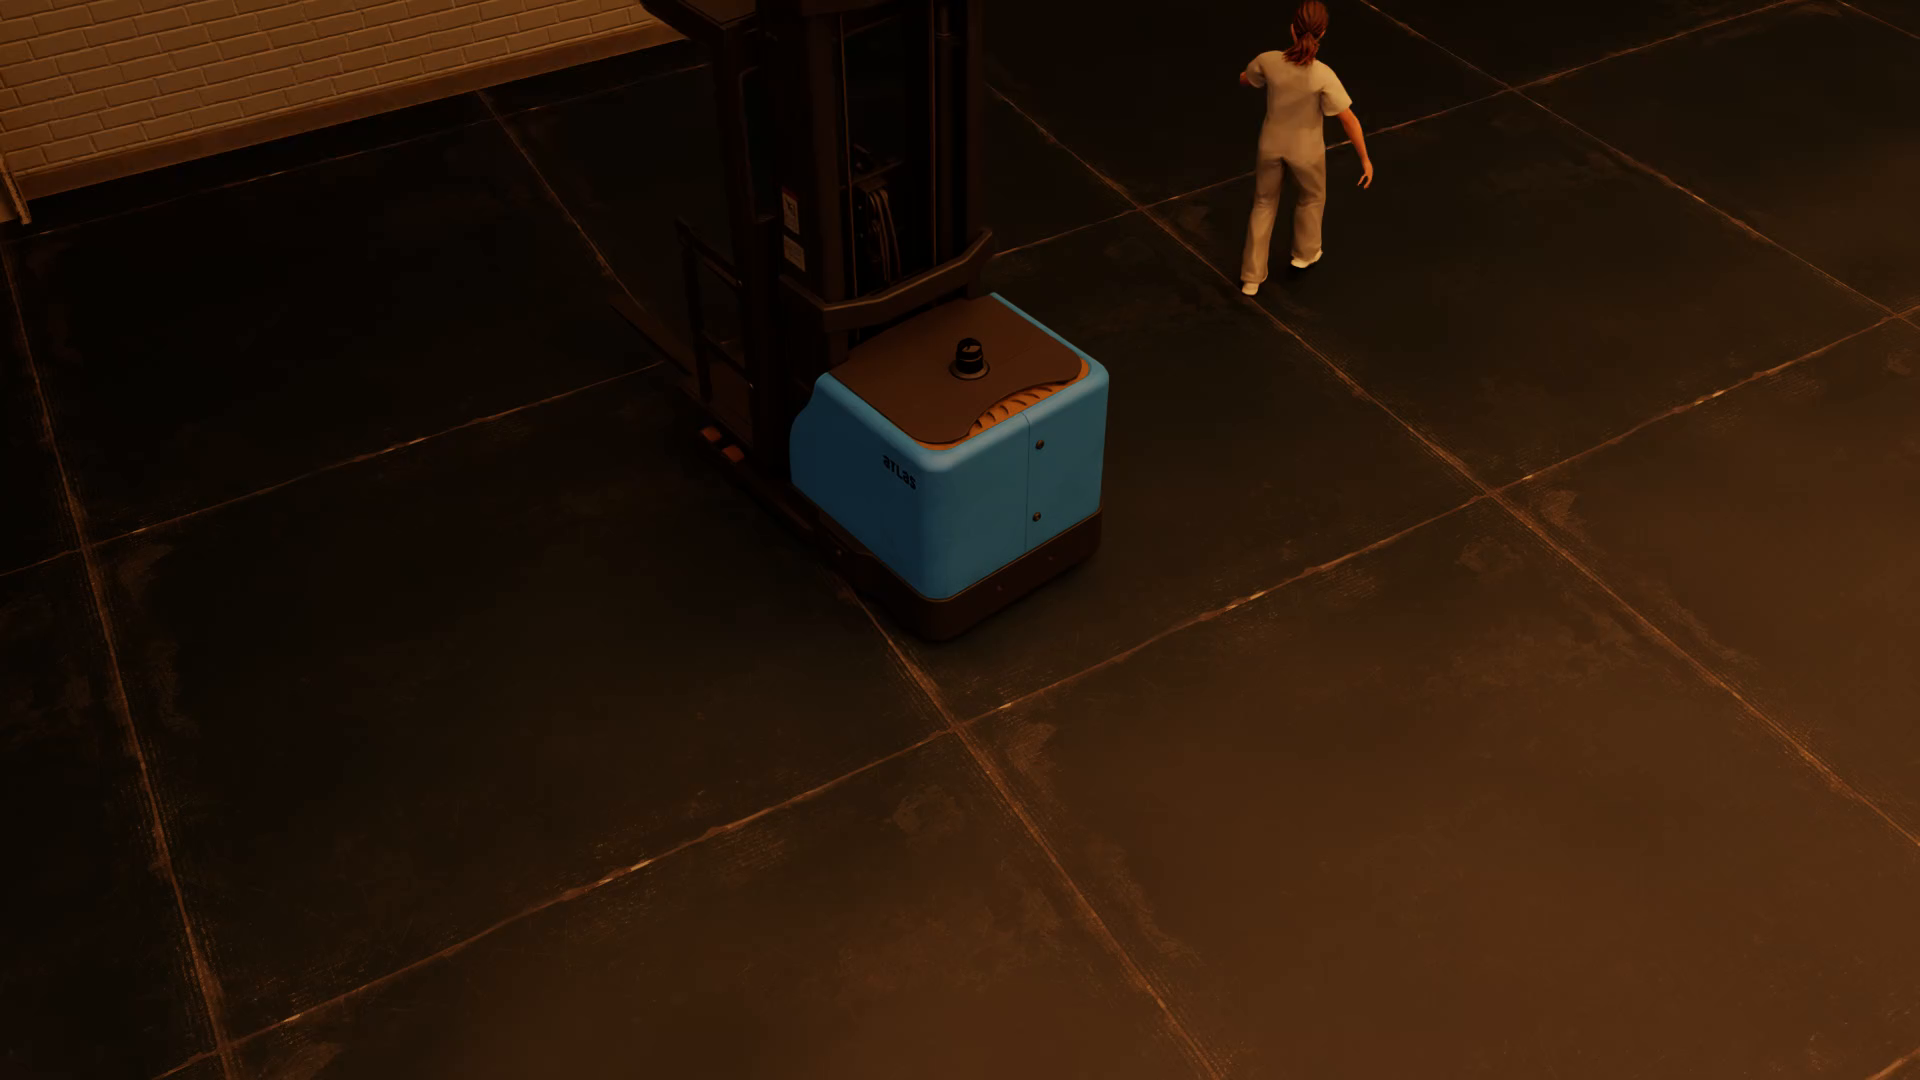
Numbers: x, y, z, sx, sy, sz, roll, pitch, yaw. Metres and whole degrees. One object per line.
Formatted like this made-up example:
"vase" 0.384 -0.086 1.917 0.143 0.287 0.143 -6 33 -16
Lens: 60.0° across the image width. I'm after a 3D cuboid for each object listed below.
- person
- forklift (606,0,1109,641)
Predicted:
"person" 1.844 -2.125 8.957 0.888 1.679 0.680 22 47 22
"forklift" -0.676 -1.571 7.392 1.130 2.935 3.031 -30 50 -28
